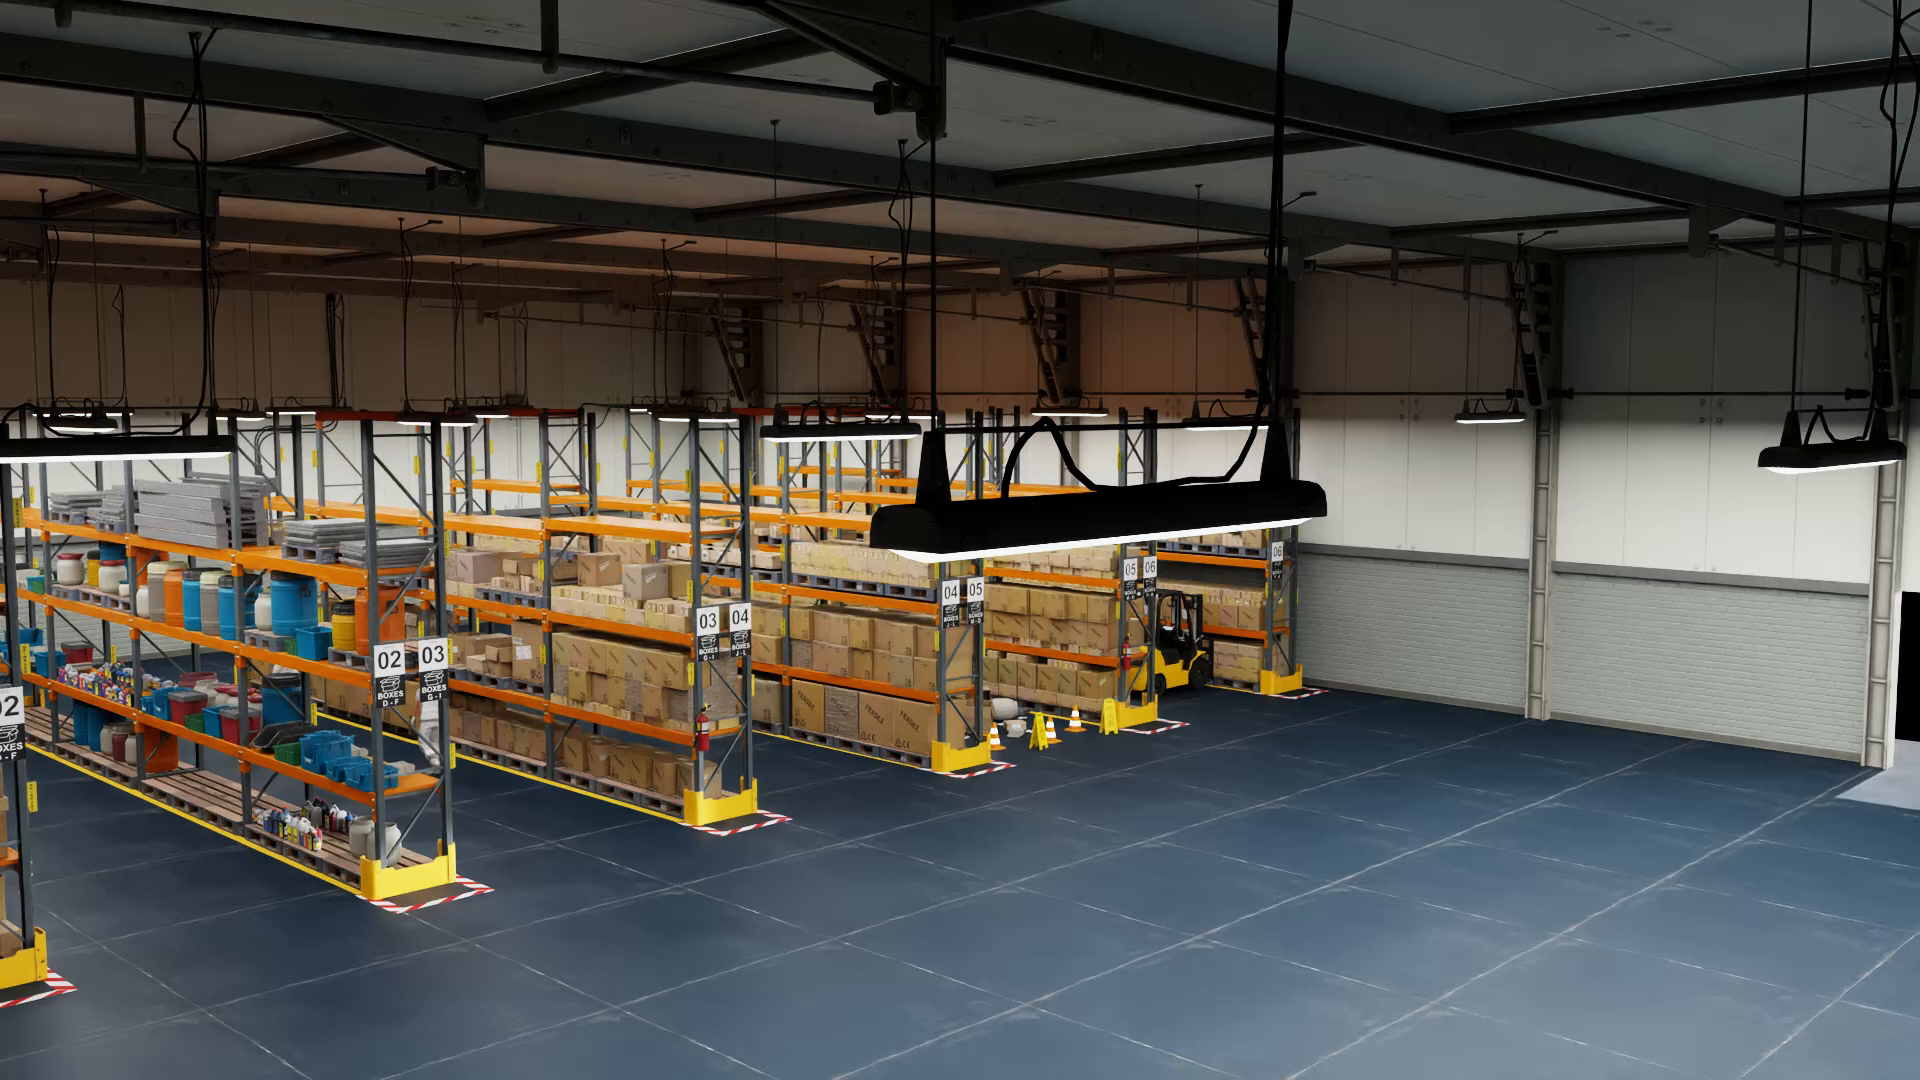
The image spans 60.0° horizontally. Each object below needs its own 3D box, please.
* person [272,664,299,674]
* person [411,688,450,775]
[{"bbox_3d":[-12.690,2.715,31.311,0.460,1.674,0.510,5,7,45],"label":"person"},{"bbox_3d":[-8.728,3.014,27.596,0.587,1.758,0.711,-5,7,-44],"label":"person"}]
